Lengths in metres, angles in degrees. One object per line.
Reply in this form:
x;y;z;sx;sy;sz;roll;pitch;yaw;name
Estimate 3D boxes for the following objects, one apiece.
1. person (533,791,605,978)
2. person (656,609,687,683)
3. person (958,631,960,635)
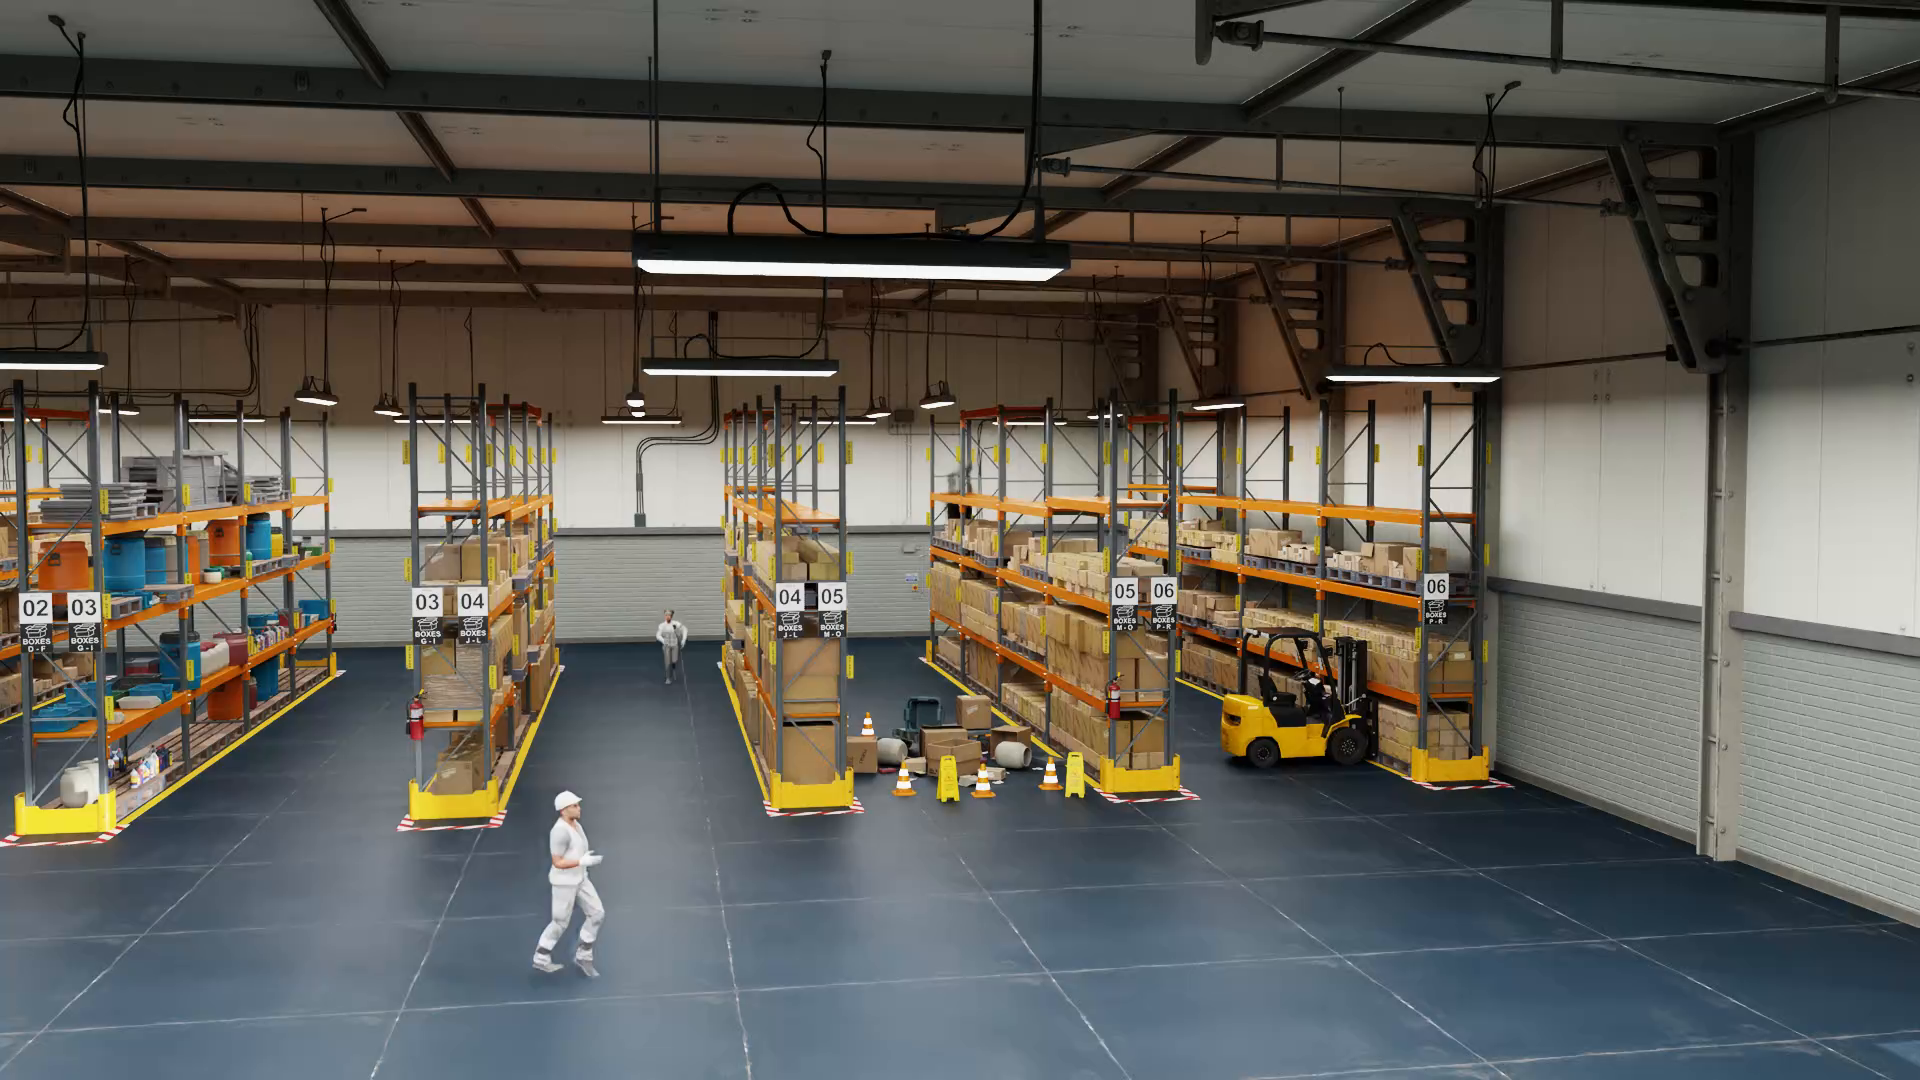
-3.723;3.309;15.876;0.763;1.836;0.630;1;3;13;person
-6.312;2.326;36.353;0.646;1.650;0.702;0;3;-3;person
0.111;1.977;41.990;0.722;1.730;0.965;-3;4;-45;person
